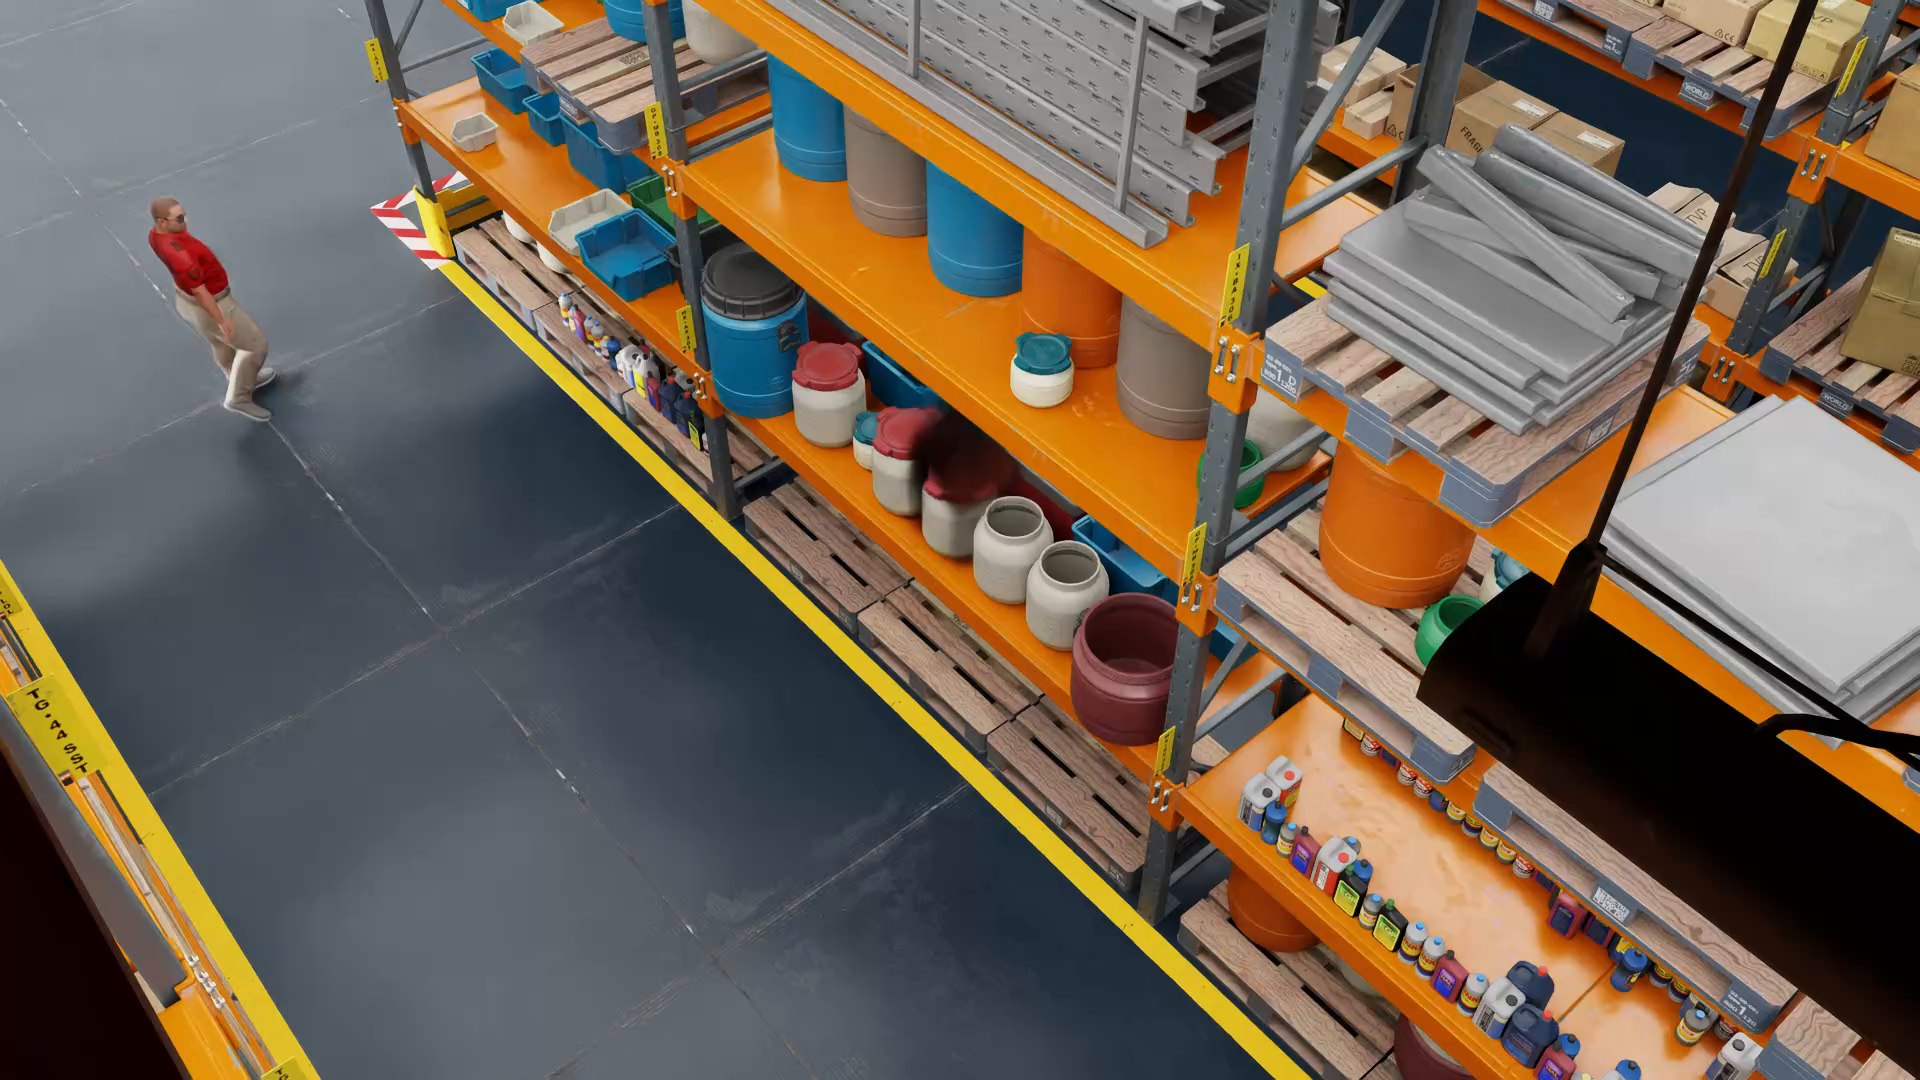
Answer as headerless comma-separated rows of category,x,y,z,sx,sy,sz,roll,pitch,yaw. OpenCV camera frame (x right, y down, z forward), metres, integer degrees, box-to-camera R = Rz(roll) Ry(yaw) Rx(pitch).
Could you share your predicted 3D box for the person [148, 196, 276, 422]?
person,-5.085,-1.608,11.337,0.601,1.756,0.535,29,53,25
